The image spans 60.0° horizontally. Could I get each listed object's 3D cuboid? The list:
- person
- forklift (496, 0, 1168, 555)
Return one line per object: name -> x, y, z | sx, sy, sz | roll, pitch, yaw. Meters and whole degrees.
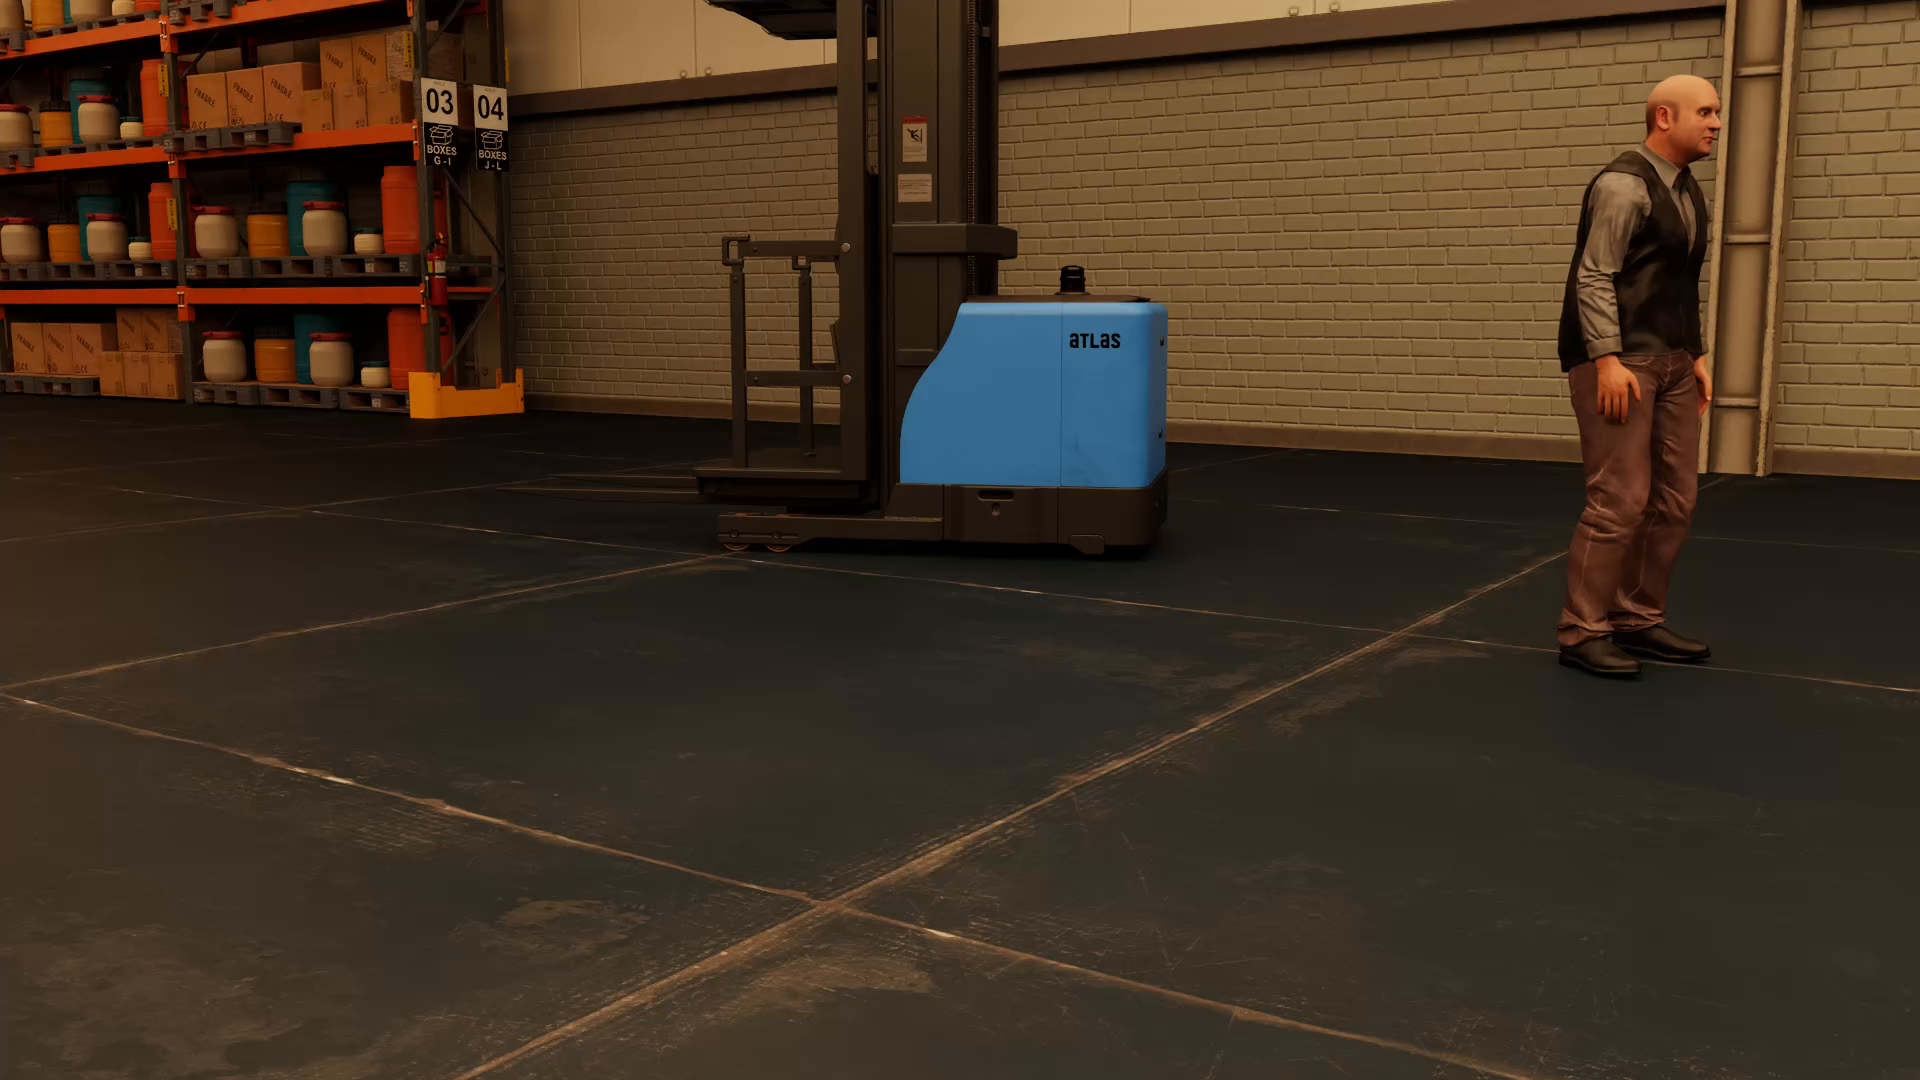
person -> 2.014, -0.491, 4.946 | 0.590, 1.722, 0.415 | -6, 10, -38
forklift -> -0.596, -1.469, 7.520 | 3.031, 2.935, 1.130 | 2, 8, 12
